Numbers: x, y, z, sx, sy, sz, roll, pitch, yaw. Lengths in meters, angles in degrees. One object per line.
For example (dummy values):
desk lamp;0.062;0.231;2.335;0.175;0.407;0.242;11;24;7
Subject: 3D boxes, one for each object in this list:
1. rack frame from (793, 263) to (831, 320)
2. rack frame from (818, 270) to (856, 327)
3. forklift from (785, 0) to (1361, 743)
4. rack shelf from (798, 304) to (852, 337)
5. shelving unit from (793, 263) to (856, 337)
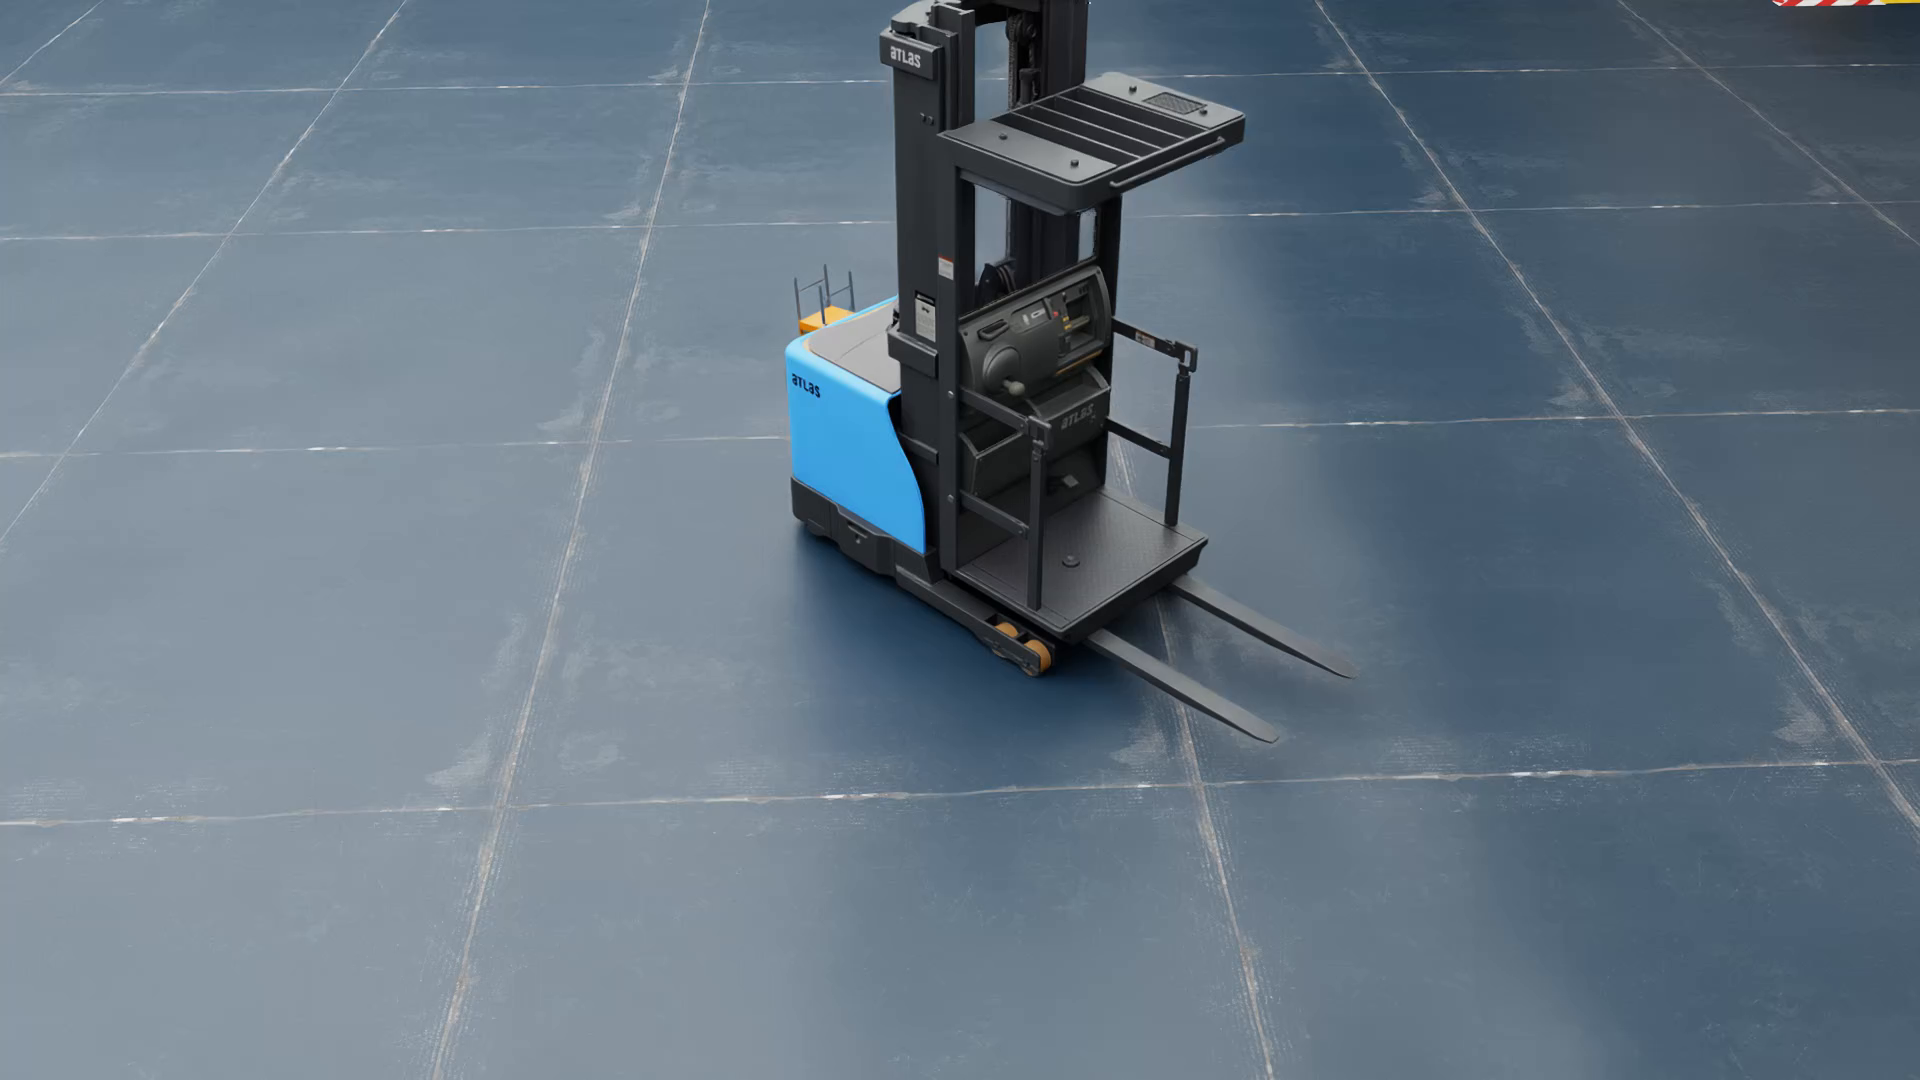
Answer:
rack frame;-0.745;-0.894;8.991;0.006;1.200;0.240;22;40;36
rack frame;-0.608;-0.839;8.884;0.006;1.200;0.240;22;40;36
forklift;0.505;-0.901;7.476;1.130;2.935;3.031;-29;44;-35
rack shelf;-0.697;-1.135;8.773;0.180;0.103;0.258;22;40;36
shelving unit;-0.676;-0.867;8.937;0.189;1.200;0.258;22;40;36
